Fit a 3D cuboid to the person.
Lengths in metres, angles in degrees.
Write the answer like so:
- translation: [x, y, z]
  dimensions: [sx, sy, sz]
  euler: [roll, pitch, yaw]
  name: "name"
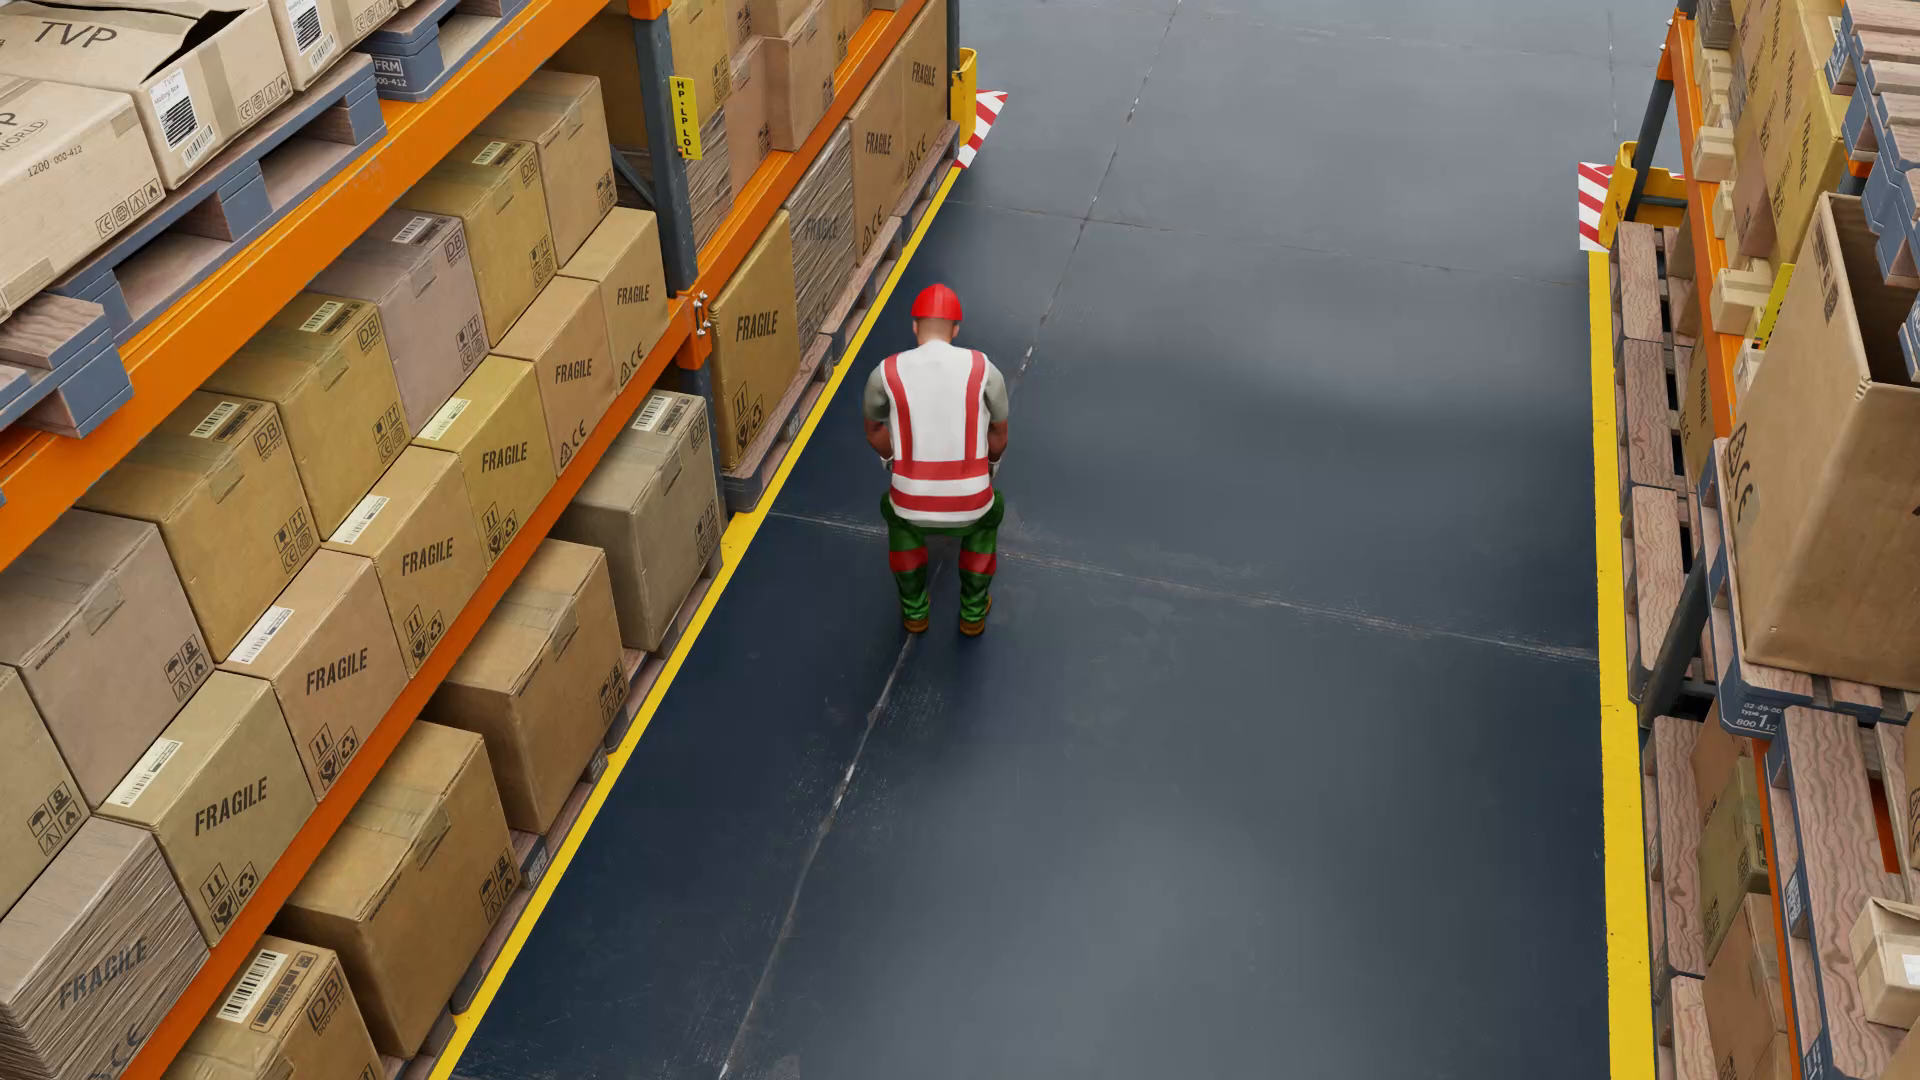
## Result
- translation: [-0.102, -0.276, 6.727]
  dimensions: [0.583, 1.443, 0.749]
  euler: [2, 41, 3]
  name: "person"
